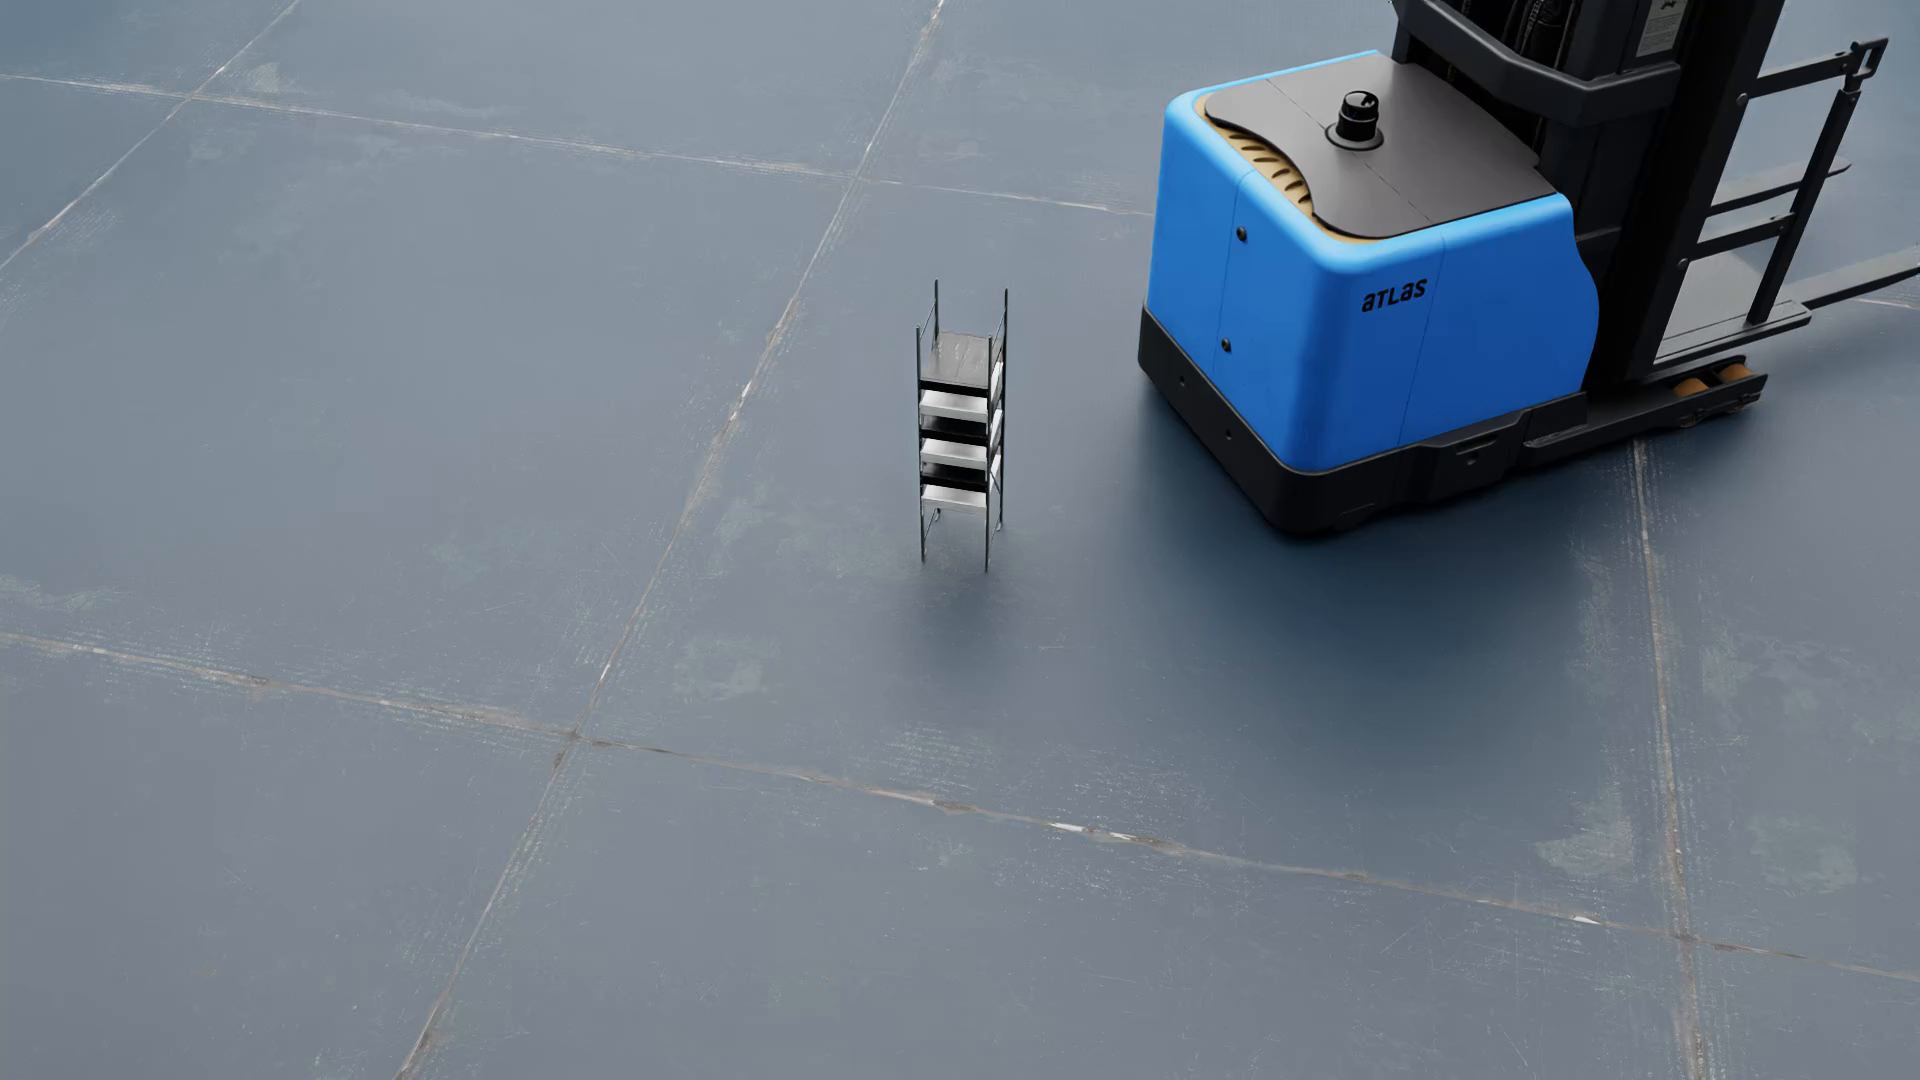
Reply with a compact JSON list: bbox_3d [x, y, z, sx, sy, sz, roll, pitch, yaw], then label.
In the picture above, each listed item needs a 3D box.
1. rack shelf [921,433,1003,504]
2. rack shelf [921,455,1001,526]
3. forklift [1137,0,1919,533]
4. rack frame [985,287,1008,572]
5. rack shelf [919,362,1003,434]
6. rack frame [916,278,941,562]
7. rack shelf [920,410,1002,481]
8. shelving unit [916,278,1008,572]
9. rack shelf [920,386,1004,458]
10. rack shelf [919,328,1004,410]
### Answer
[{"bbox_3d":[0.008,-0.234,5.022,0.200,0.077,0.258,9,45,9],"label":"rack shelf"},{"bbox_3d":[0.008,-0.169,5.085,0.200,0.077,0.258,9,45,9],"label":"rack shelf"},{"bbox_3d":[2.183,-1.758,4.962,3.031,2.935,1.130,-17,46,-17],"label":"forklift"},{"bbox_3d":[0.107,-0.308,4.921,0.006,0.900,0.240,9,45,9],"label":"rack frame"},{"bbox_3d":[0.008,-0.429,4.835,0.200,0.077,0.258,9,45,9],"label":"rack shelf"},{"bbox_3d":[-0.091,-0.338,4.953,0.006,0.900,0.240,9,45,9],"label":"rack frame"},{"bbox_3d":[0.008,-0.299,4.960,0.200,0.077,0.258,9,45,9],"label":"rack shelf"},{"bbox_3d":[0.008,-0.323,4.937,0.210,0.900,0.258,9,45,9],"label":"shelving unit"},{"bbox_3d":[0.008,-0.364,4.897,0.200,0.077,0.258,9,45,9],"label":"rack shelf"},{"bbox_3d":[0.008,-0.493,4.773,0.200,0.077,0.258,9,45,9],"label":"rack shelf"}]
